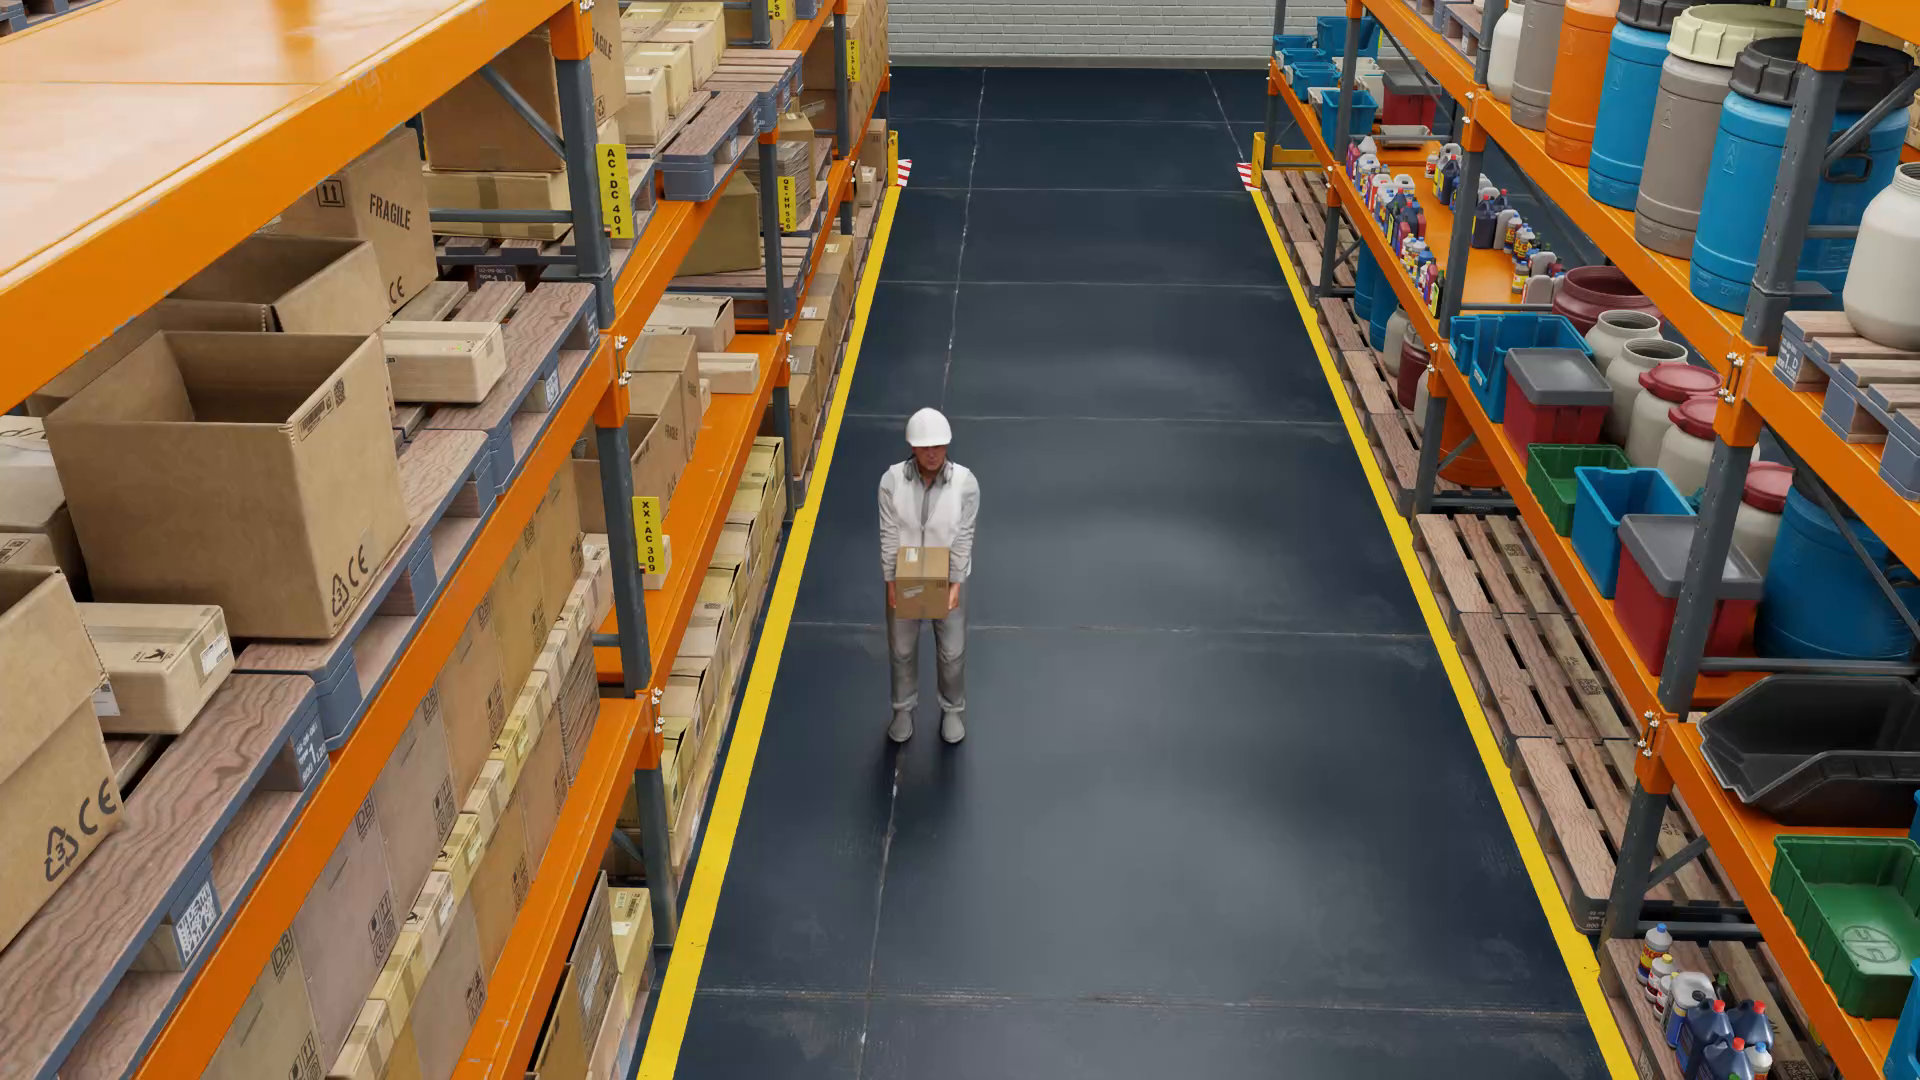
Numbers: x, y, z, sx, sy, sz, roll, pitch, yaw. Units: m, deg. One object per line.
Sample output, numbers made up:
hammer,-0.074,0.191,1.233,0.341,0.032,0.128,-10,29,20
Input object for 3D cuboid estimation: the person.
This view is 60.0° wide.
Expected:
person,-0.153,0.222,8.178,0.495,1.772,0.558,1,28,2
